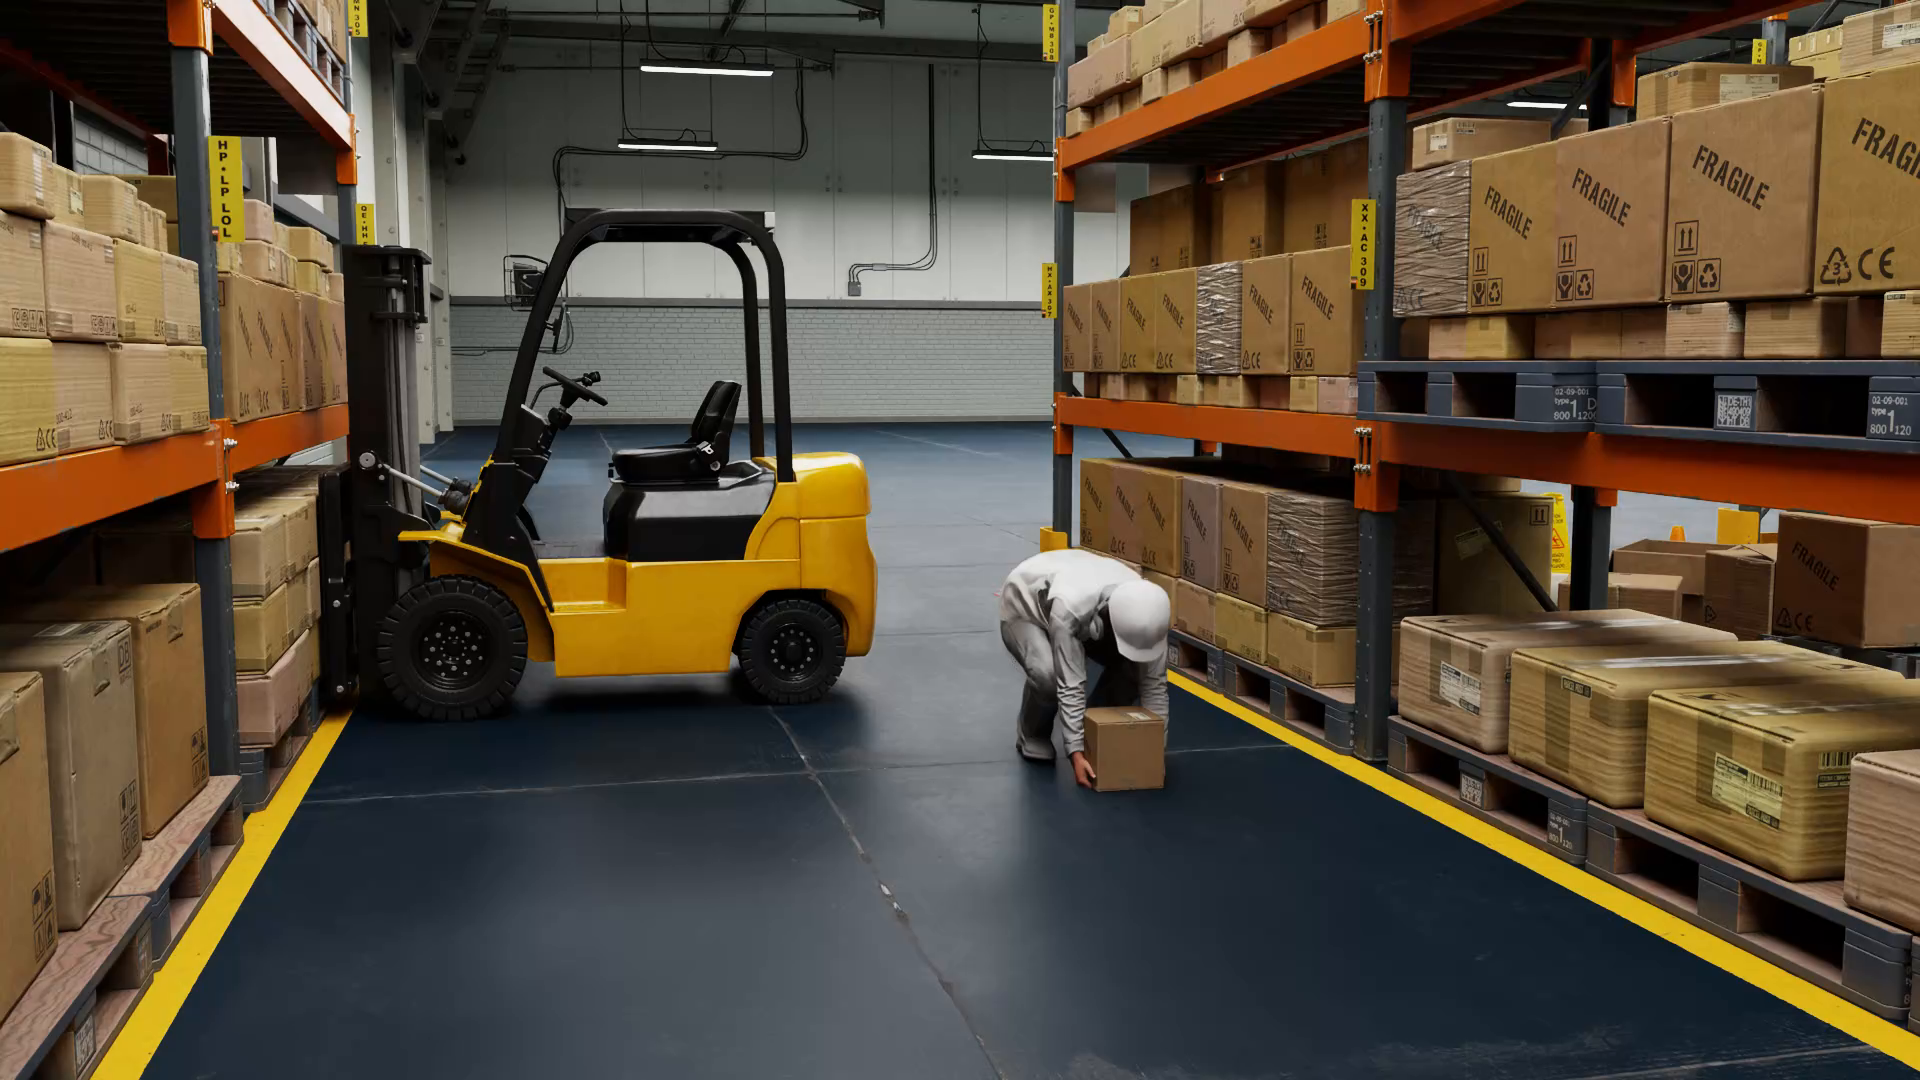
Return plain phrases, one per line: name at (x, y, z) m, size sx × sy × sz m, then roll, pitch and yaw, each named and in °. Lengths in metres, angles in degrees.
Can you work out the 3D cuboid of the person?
person at (0.486, 0.457, 6.221) m, size 0.502 × 0.815 × 0.999 m, roll -2°, pitch 6°, yaw -19°
